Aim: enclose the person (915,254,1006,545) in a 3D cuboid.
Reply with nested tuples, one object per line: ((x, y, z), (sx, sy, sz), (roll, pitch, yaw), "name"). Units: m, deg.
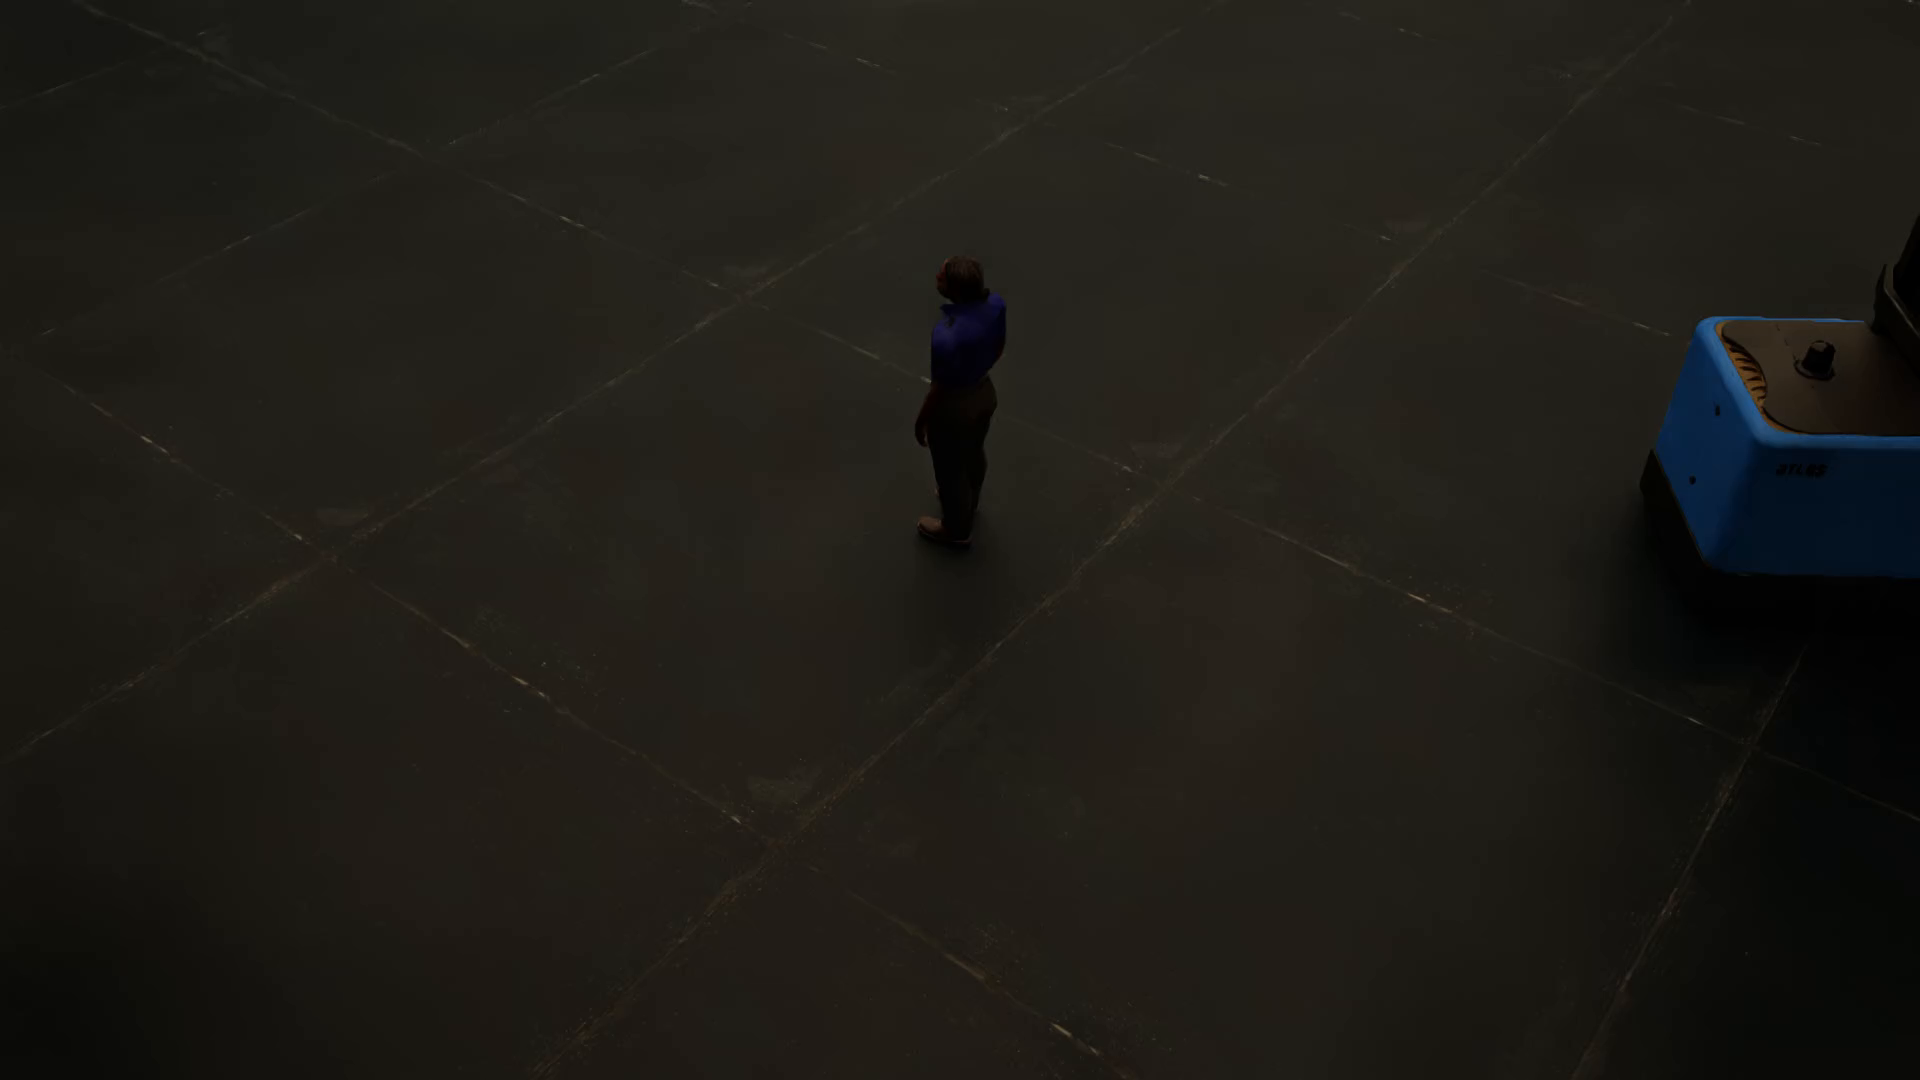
((-0.058, -0.680, 7.844), (0.503, 1.654, 0.570), (26, 47, 28), "person")

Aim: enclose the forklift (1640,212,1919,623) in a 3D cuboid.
((4.988, -1.017, 7.267), (3.031, 2.935, 1.130), (2, 40, 2), "forklift")
